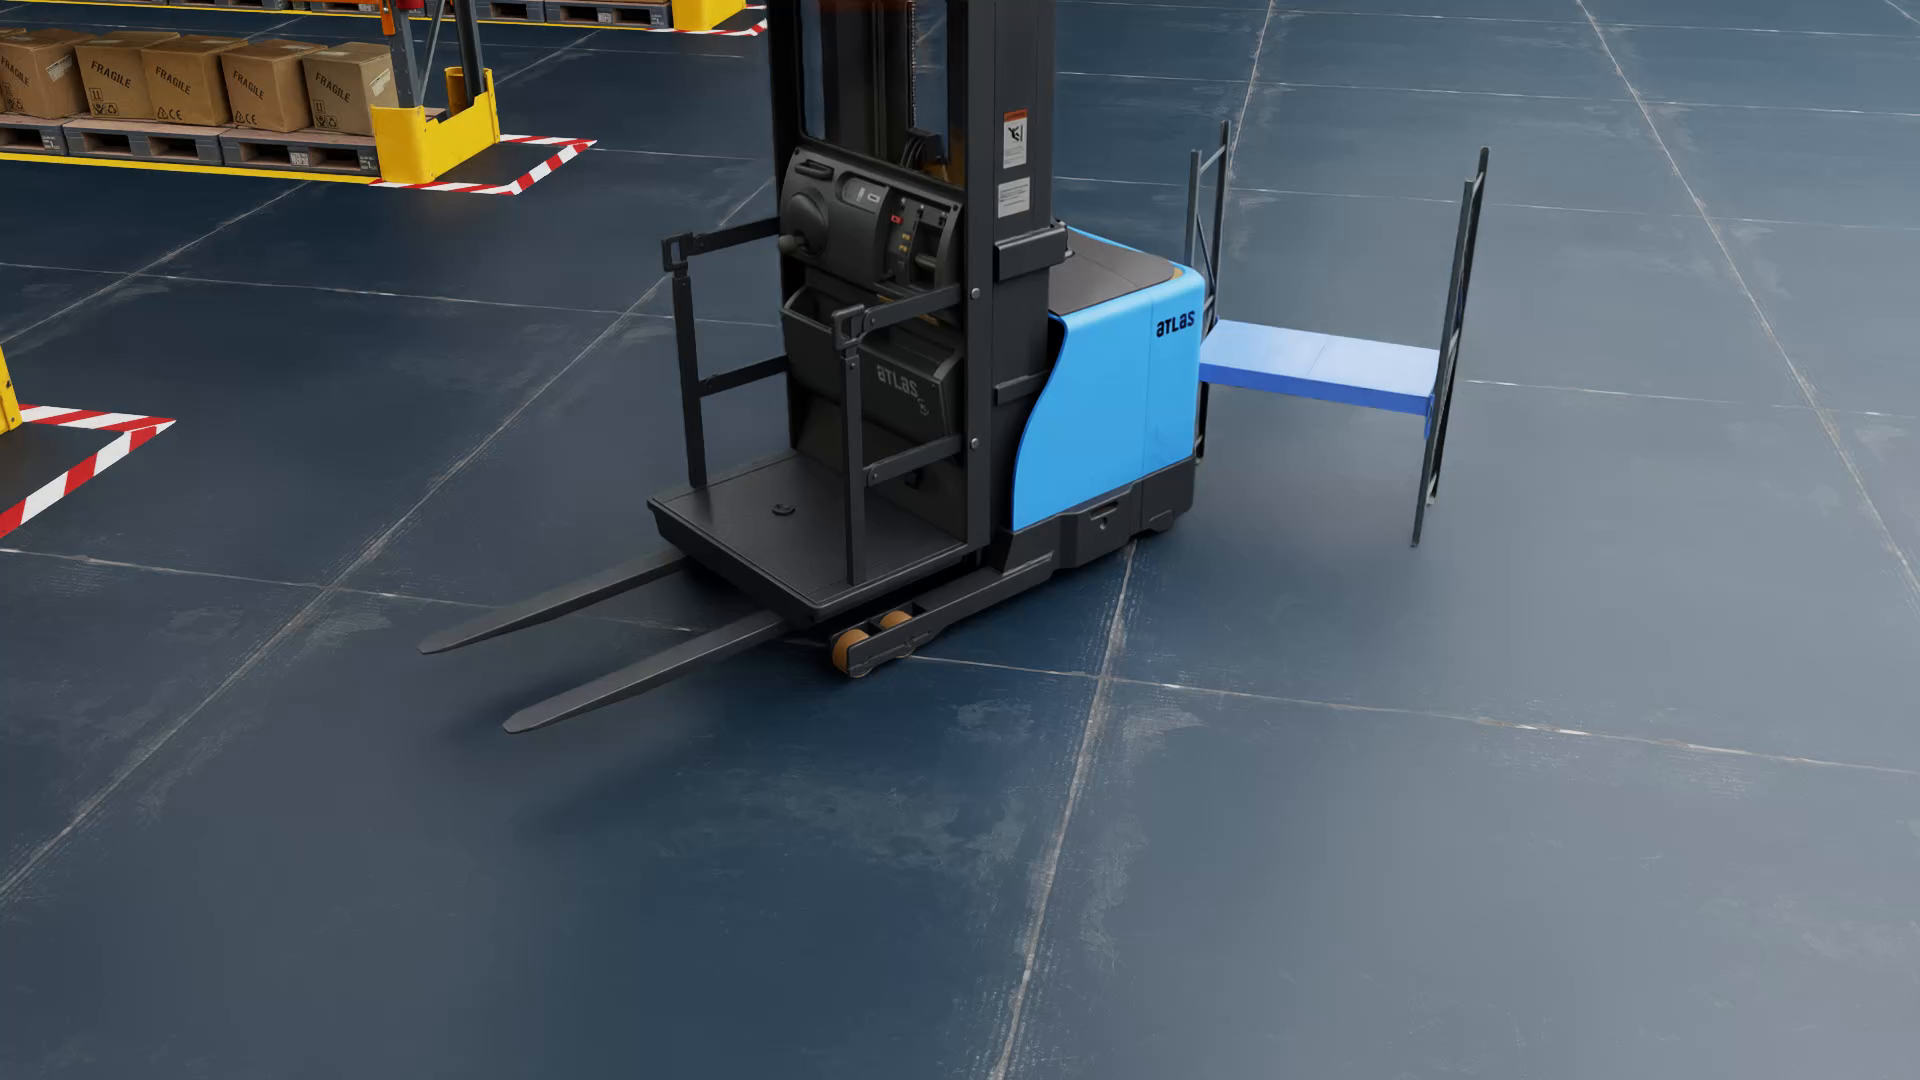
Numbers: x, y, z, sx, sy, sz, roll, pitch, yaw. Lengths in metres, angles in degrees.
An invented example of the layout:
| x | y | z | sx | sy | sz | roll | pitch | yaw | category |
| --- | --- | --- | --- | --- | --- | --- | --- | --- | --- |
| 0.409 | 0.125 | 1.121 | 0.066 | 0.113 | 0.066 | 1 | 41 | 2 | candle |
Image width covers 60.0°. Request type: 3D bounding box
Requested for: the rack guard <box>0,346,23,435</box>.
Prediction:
| x | y | z | sx | sy | sz | roll | pitch | yaw | category |
| --- | --- | --- | --- | --- | --- | --- | --- | --- | --- |
| -4.646 | -0.526 | 7.191 | 0.348 | 0.500 | 1.175 | 6 | 29 | 11 | rack guard |

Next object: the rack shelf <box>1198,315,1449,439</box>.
| x | y | z | sx | sy | sz | roll | pitch | yaw | category |
| --- | --- | --- | --- | --- | --- | --- | --- | --- | --- |
| 1.458 | -0.678 | 6.801 | 1.000 | 0.185 | 0.538 | 11 | 31 | 19 | rack shelf |

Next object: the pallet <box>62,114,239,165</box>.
| x | y | z | sx | sy | sz | roll | pitch | yaw | category |
| --- | --- | --- | --- | --- | --- | --- | --- | --- | --- |
| -5.579 | -2.969 | 11.954 | 1.213 | 0.211 | 1.003 | 6 | 29 | 11 | pallet |

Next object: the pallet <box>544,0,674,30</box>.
| x | y | z | sx | sy | sz | roll | pitch | yaw | category |
| --- | --- | --- | --- | --- | --- | --- | --- | --- | --- |
| -3.191 | -5.103 | 15.851 | 1.213 | 0.211 | 1.003 | 6 | 29 | 11 | pallet |

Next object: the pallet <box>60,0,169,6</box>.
| x | y | z | sx | sy | sz | roll | pitch | yaw | category |
| --- | --- | --- | --- | --- | --- | --- | --- | --- | --- |
| -8.272 | -5.624 | 16.802 | 1.213 | 0.211 | 1.003 | 6 | 29 | 11 | pallet |

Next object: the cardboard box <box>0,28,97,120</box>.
| x | y | z | sx | sy | sz | roll | pitch | yaw | category |
| --- | --- | --- | --- | --- | --- | --- | --- | --- | --- |
| -6.495 | -3.339 | 11.892 | 0.500 | 0.500 | 0.500 | 16 | 32 | 26 | cardboard box |

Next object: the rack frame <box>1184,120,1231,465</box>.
| x | y | z | sx | sy | sz | roll | pitch | yaw | category |
| --- | --- | --- | --- | --- | --- | --- | --- | --- | --- |
| 0.988 | -0.929 | 6.885 | 0.032 | 1.500 | 0.500 | 11 | 31 | 19 | rack frame |

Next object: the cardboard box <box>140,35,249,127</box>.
| x | y | z | sx | sy | sz | roll | pitch | yaw | category |
| --- | --- | --- | --- | --- | --- | --- | --- | --- | --- |
| -5.335 | -3.237 | 11.705 | 0.500 | 0.500 | 0.500 | 9 | 30 | 15 | cardboard box |

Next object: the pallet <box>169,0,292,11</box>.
| x | y | z | sx | sy | sz | roll | pitch | yaw | category |
| --- | --- | --- | --- | --- | --- | --- | --- | --- | --- |
| -7.075 | -5.502 | 16.581 | 1.213 | 0.211 | 1.003 | 6 | 29 | 11 | pallet |

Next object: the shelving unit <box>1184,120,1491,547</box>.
| x | y | z | sx | sy | sz | roll | pitch | yaw | category |
| --- | --- | --- | --- | --- | --- | --- | --- | --- | --- |
| 1.458 | -0.836 | 6.715 | 1.048 | 1.500 | 0.538 | 11 | 31 | 19 | shelving unit |

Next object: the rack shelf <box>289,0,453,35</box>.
| x | y | z | sx | sy | sz | roll | pitch | yaw | category |
| --- | --- | --- | --- | --- | --- | --- | --- | --- | --- |
| -5.484 | -3.848 | 11.405 | 4.000 | 0.370 | 1.077 | 6 | 29 | 11 | rack shelf |

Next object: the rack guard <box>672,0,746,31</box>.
| x | y | z | sx | sy | sz | roll | pitch | yaw | category |
| --- | --- | --- | --- | --- | --- | --- | --- | --- | --- |
| -2.370 | -5.184 | 15.698 | 0.348 | 0.500 | 1.175 | 6 | 29 | 11 | rack guard |

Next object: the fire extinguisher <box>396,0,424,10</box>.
| x | y | z | sx | sy | sz | roll | pitch | yaw | category |
| --- | --- | --- | --- | --- | --- | --- | --- | --- | --- |
| -3.512 | -3.701 | 10.468 | 0.183 | 0.674 | 0.296 | 6 | 29 | 11 | fire extinguisher |

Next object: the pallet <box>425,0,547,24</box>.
| x | y | z | sx | sy | sz | roll | pitch | yaw | category |
| --- | --- | --- | --- | --- | --- | --- | --- | --- | --- |
| -4.381 | -5.226 | 16.076 | 1.213 | 0.211 | 1.003 | 6 | 29 | 11 | pallet |

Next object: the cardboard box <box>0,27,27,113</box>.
| x | y | z | sx | sy | sz | roll | pitch | yaw | category |
| --- | --- | --- | --- | --- | --- | --- | --- | --- | --- |
| -7.057 | -3.393 | 11.990 | 0.500 | 0.500 | 0.500 | 5 | 29 | 9 | cardboard box |

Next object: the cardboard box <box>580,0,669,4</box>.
| x | y | z | sx | sy | sz | roll | pitch | yaw | category |
| --- | --- | --- | --- | --- | --- | --- | --- | --- | --- |
| -3.070 | -5.572 | 15.579 | 0.875 | 0.875 | 0.875 | 6 | 29 | 11 | cardboard box |

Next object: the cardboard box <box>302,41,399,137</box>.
| x | y | z | sx | sy | sz | roll | pitch | yaw | category |
| --- | --- | --- | --- | --- | --- | --- | --- | --- | --- |
| -4.135 | -3.121 | 11.494 | 0.500 | 0.500 | 0.500 | 11 | 31 | 20 | cardboard box |

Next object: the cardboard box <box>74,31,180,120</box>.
| x | y | z | sx | sy | sz | roll | pitch | yaw | category |
| --- | --- | --- | --- | --- | --- | --- | --- | --- | --- |
| -5.871 | -3.314 | 11.845 | 0.500 | 0.500 | 0.500 | 3 | 29 | 6 | cardboard box |

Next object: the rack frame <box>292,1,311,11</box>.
| x | y | z | sx | sy | sz | roll | pitch | yaw | category |
| --- | --- | --- | --- | --- | --- | --- | --- | --- | --- |
| -6.305 | -6.684 | 15.834 | 0.127 | 3.000 | 1.000 | 6 | 29 | 11 | rack frame |

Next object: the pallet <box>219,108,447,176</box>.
| x | y | z | sx | sy | sz | roll | pitch | yaw | category |
| --- | --- | --- | --- | --- | --- | --- | --- | --- | --- |
| -4.389 | -2.846 | 11.728 | 1.213 | 0.211 | 1.003 | 6 | 29 | 11 | pallet |

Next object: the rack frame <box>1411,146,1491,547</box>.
| x | y | z | sx | sy | sz | roll | pitch | yaw | category |
| --- | --- | --- | --- | --- | --- | --- | --- | --- | --- |
| 1.928 | -0.743 | 6.545 | 0.032 | 1.500 | 0.500 | 11 | 31 | 19 | rack frame |

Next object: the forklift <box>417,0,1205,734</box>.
| x | y | z | sx | sy | sz | roll | pitch | yaw | category |
| --- | --- | --- | --- | --- | --- | --- | --- | --- | --- |
| -0.481 | -1.085 | 5.679 | 3.031 | 2.935 | 1.130 | -23 | 36 | -35 | forklift |

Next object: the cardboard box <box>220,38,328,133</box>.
| x | y | z | sx | sy | sz | roll | pitch | yaw | category |
| --- | --- | --- | --- | --- | --- | --- | --- | --- | --- |
| -4.727 | -3.165 | 11.574 | 0.500 | 0.500 | 0.500 | 14 | 32 | 24 | cardboard box |

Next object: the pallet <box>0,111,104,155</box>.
| x | y | z | sx | sy | sz | roll | pitch | yaw | category |
| --- | --- | --- | --- | --- | --- | --- | --- | --- | --- |
| -6.775 | -3.090 | 12.175 | 1.213 | 0.211 | 1.003 | 6 | 29 | 11 | pallet |

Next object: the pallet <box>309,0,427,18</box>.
| x | y | z | sx | sy | sz | roll | pitch | yaw | category |
| --- | --- | --- | --- | --- | --- | --- | --- | --- | --- |
| -5.578 | -5.347 | 16.298 | 1.213 | 0.211 | 1.003 | 6 | 29 | 11 | pallet |

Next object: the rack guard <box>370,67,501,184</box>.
| x | y | z | sx | sy | sz | roll | pitch | yaw | category |
| --- | --- | --- | --- | --- | --- | --- | --- | --- | --- |
| -3.602 | -2.874 | 11.480 | 0.348 | 0.500 | 1.175 | 6 | 29 | 11 | rack guard |

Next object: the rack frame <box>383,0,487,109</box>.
| x | y | z | sx | sy | sz | roll | pitch | yaw | category |
| --- | --- | --- | --- | --- | --- | --- | --- | --- | --- |
| -3.528 | -3.963 | 10.866 | 0.127 | 3.000 | 1.000 | 6 | 29 | 11 | rack frame |
